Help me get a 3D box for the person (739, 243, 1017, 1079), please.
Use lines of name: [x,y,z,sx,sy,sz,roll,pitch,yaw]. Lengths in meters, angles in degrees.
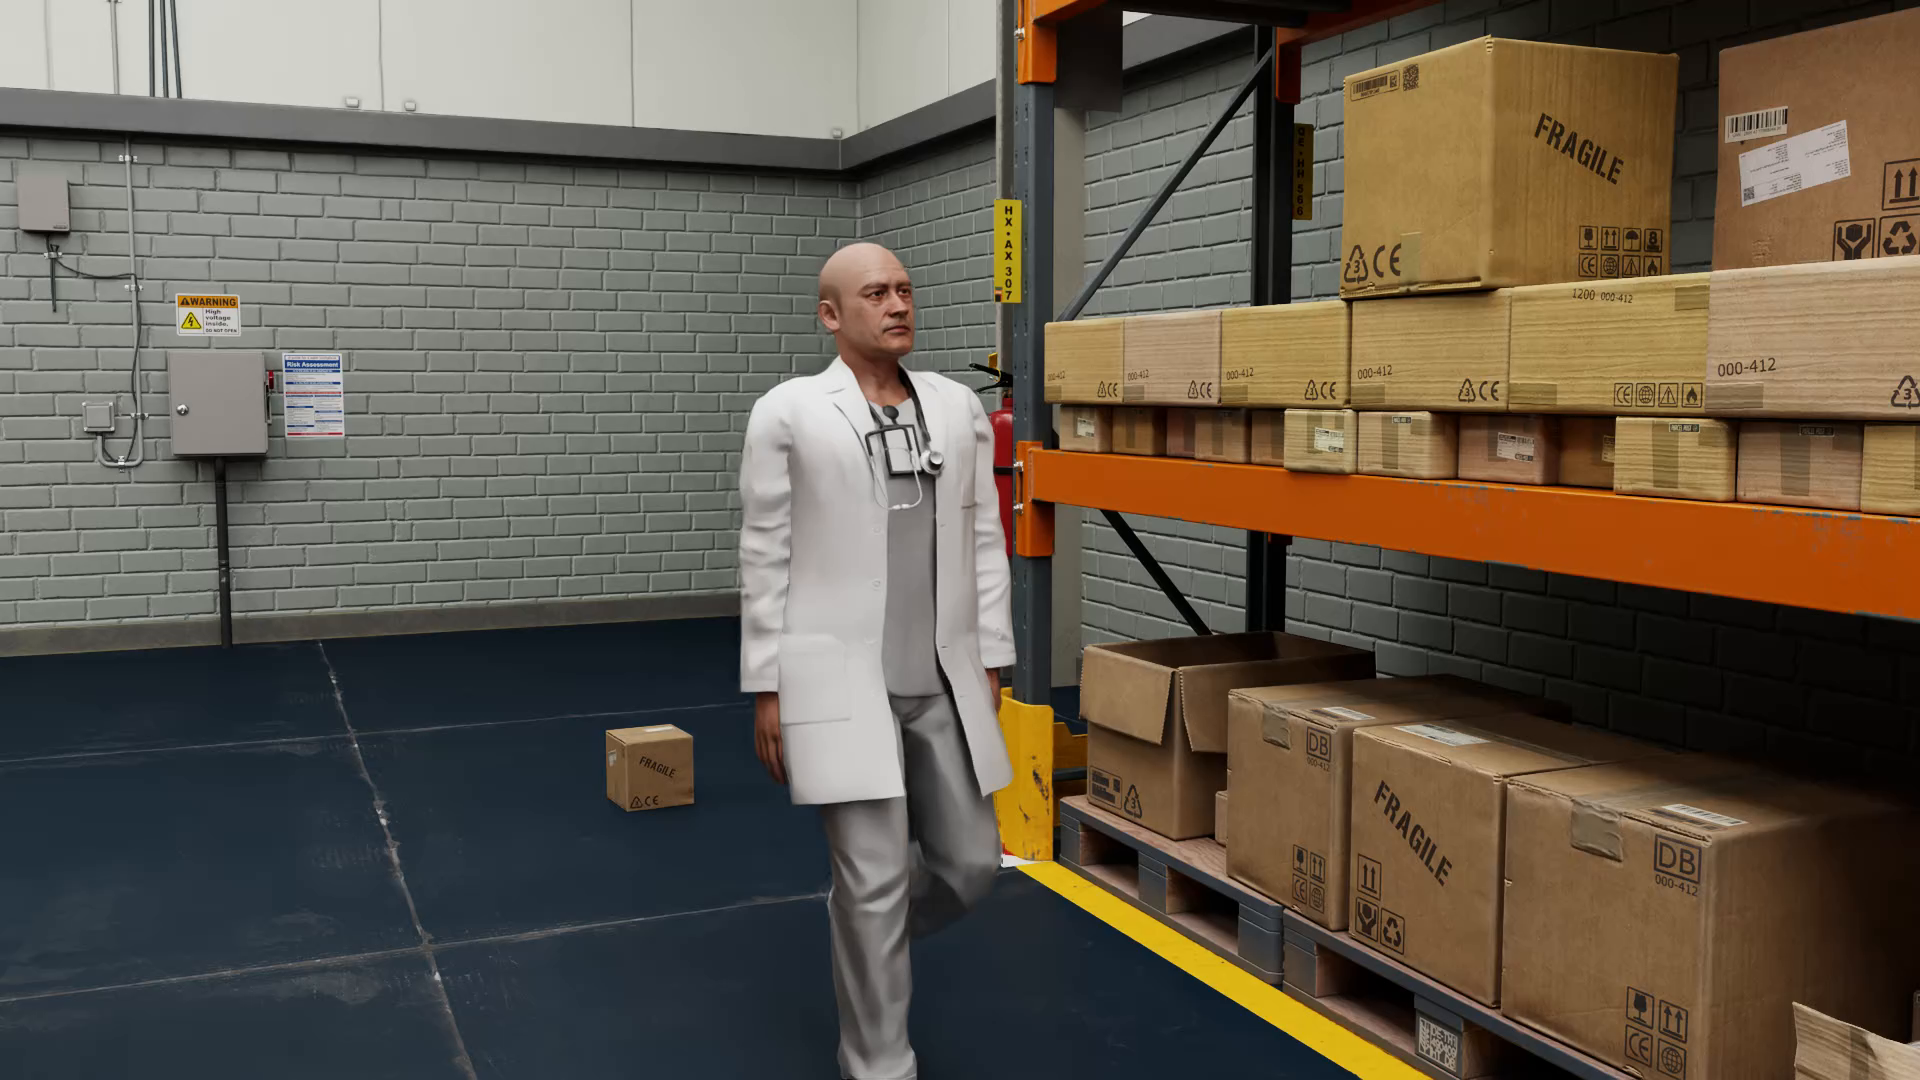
person: [-0.166,0.282,3.407,0.590,1.759,0.756,-3,6,-26]
